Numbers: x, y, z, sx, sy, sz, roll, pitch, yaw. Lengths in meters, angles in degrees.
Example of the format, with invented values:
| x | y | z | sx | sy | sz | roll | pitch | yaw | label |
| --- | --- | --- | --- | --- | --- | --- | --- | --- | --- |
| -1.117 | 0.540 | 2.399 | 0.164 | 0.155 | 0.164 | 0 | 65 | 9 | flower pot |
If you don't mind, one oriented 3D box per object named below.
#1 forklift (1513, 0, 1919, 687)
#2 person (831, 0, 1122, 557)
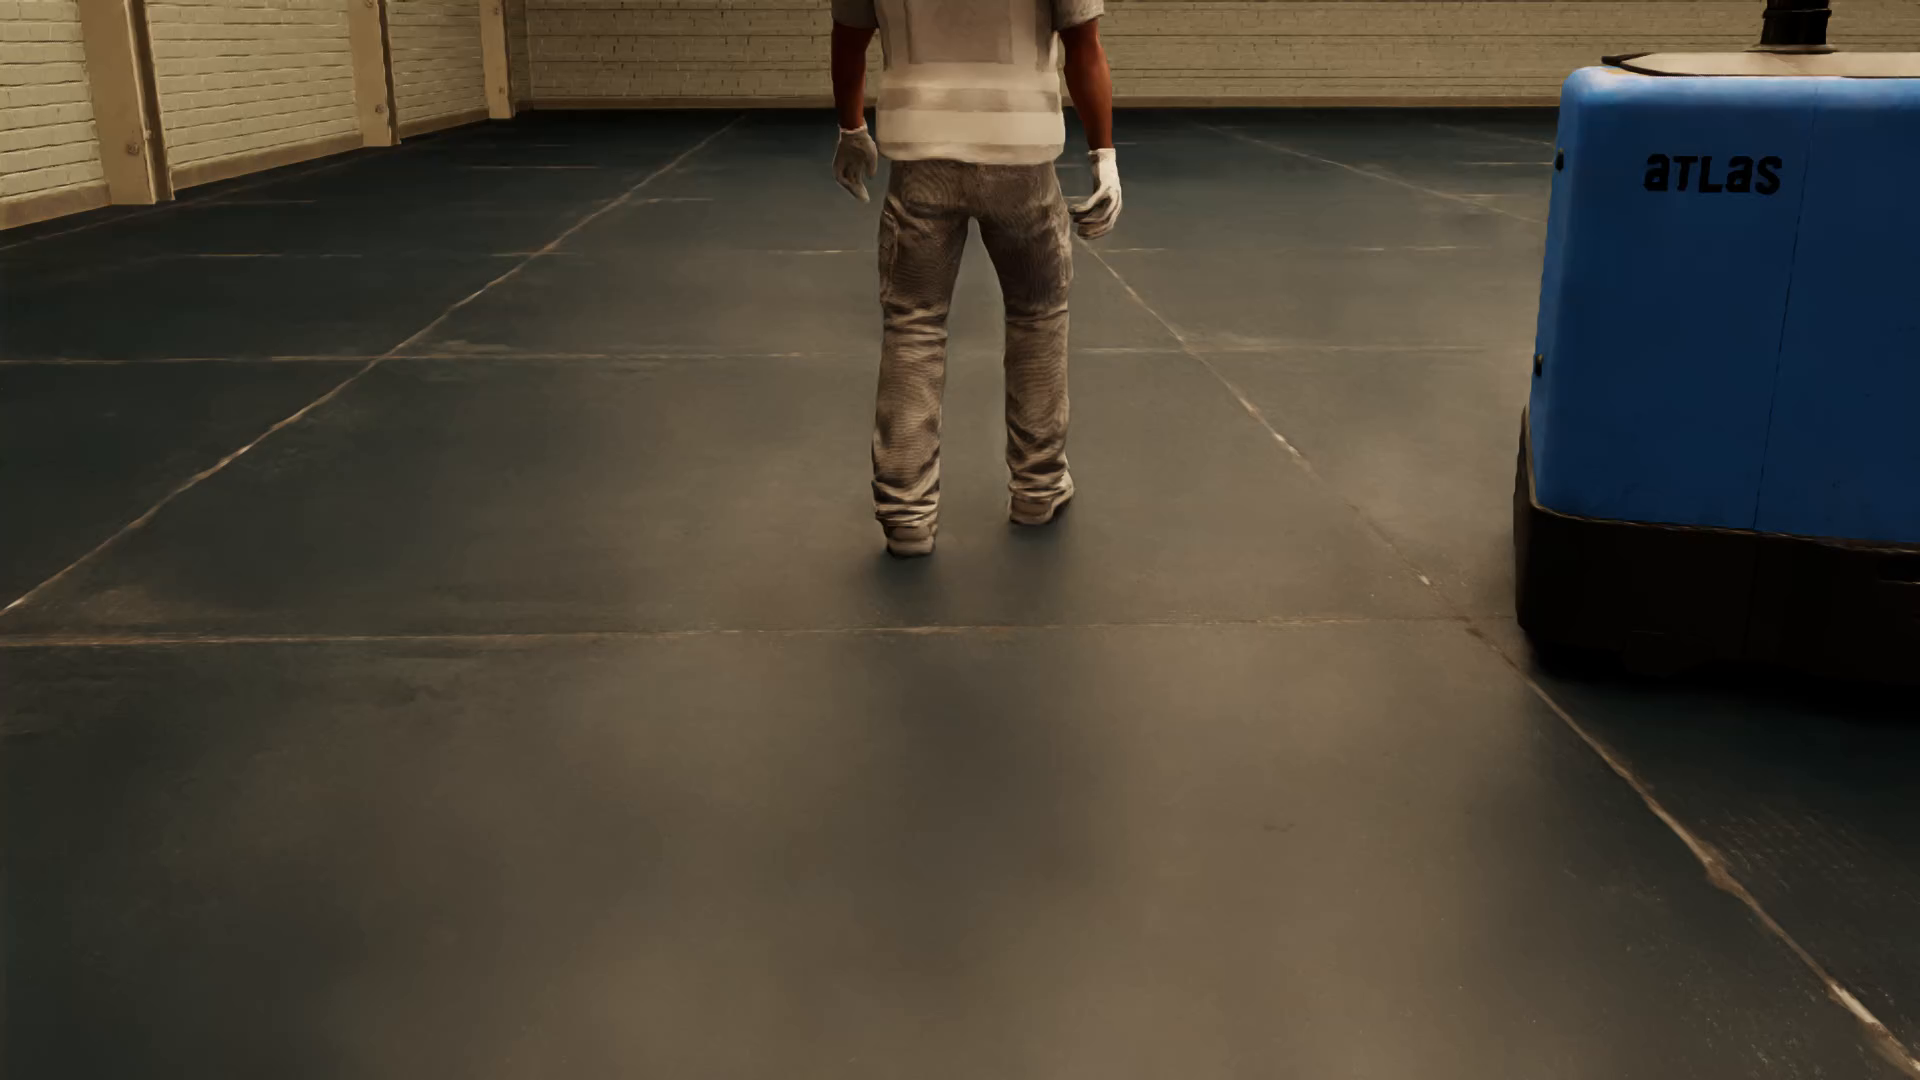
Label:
| x | y | z | sx | sy | sz | roll | pitch | yaw | label |
| --- | --- | --- | --- | --- | --- | --- | --- | --- | --- |
| 2.631 | -1.163 | 2.710 | 3.031 | 2.935 | 1.130 | 5 | 18 | 16 | forklift |
| 0.022 | -0.870 | 3.802 | 0.707 | 1.755 | 0.587 | 2 | 17 | 7 | person |
